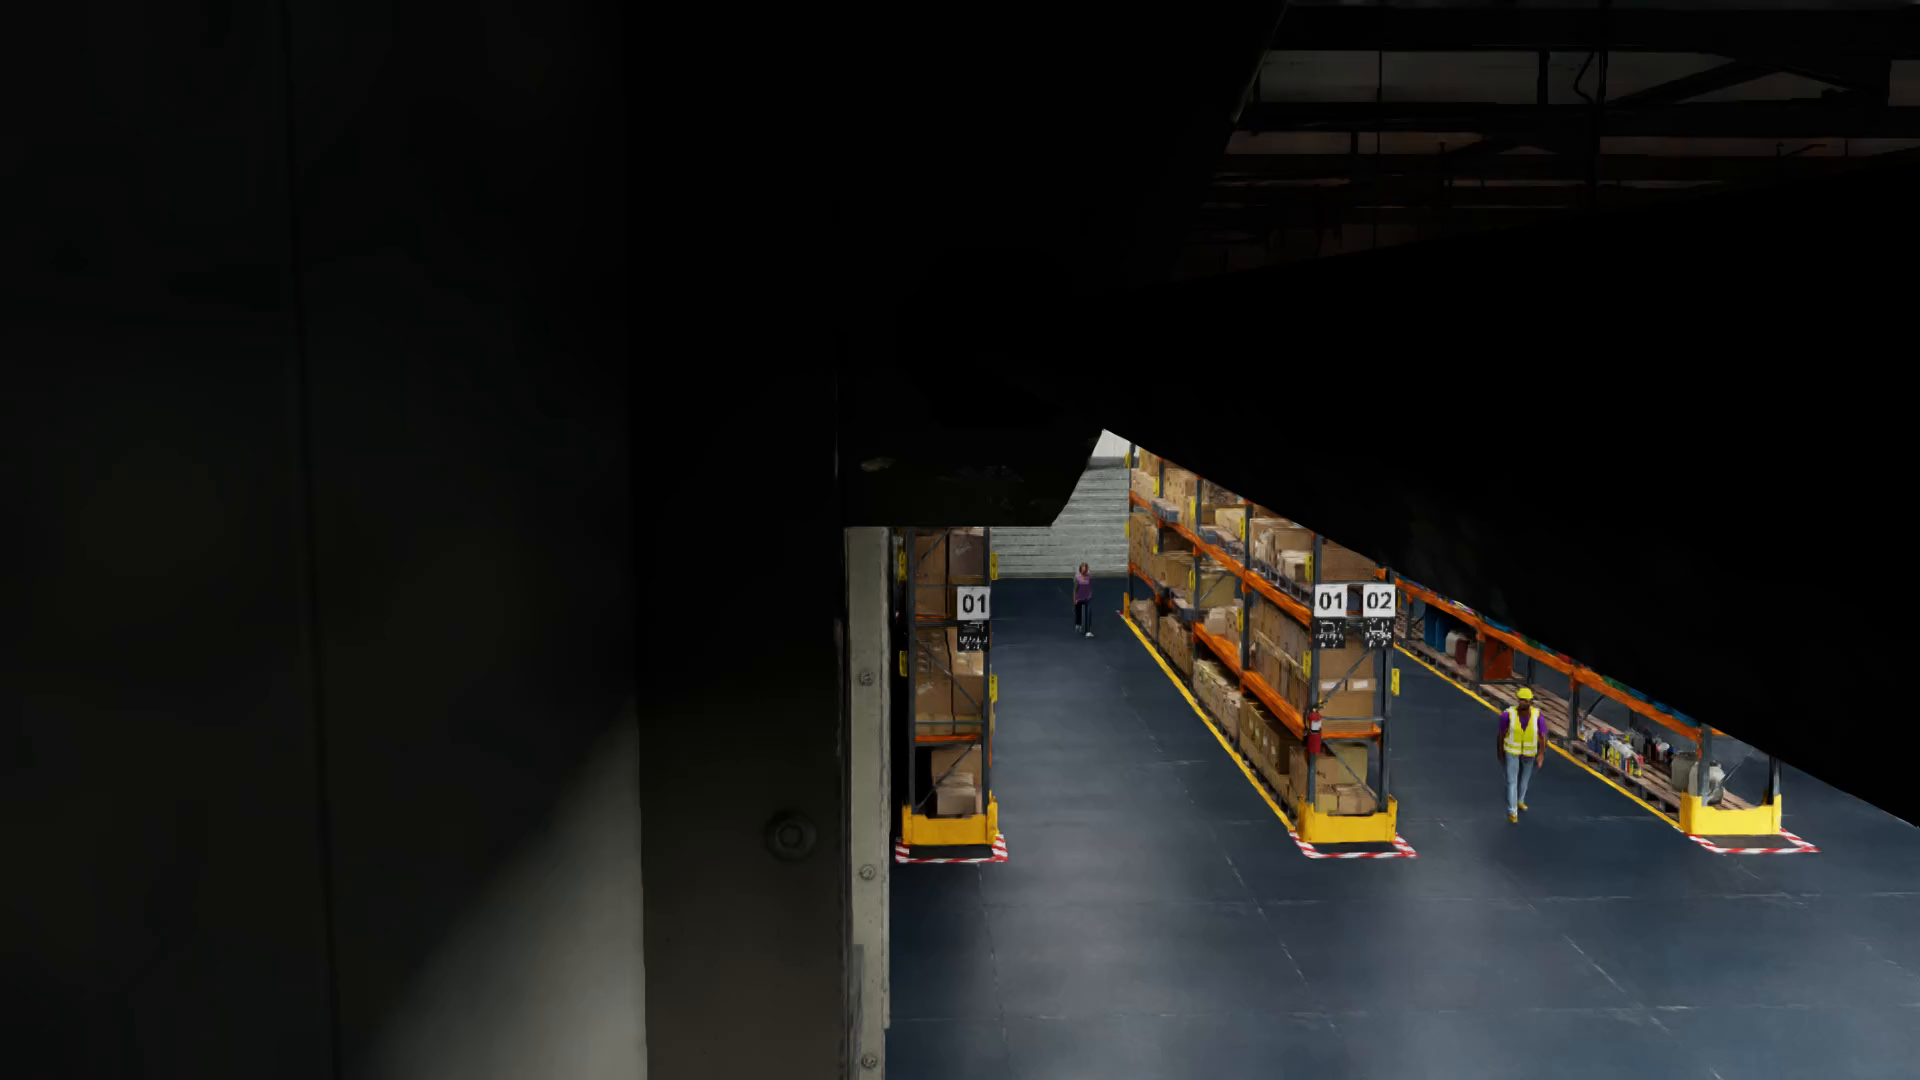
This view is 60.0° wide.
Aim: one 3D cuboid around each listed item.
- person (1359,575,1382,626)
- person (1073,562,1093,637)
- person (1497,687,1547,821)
[{"bbox_3d":[8.742,1.003,35.328,0.496,1.623,0.963,2,8,19],"label":"person"},{"bbox_3d":[2.521,1.245,34.212,0.417,1.404,1.037,0,7,0],"label":"person"},{"bbox_3d":[7.251,2.738,21.443,0.571,1.705,1.042,1,7,7],"label":"person"}]
